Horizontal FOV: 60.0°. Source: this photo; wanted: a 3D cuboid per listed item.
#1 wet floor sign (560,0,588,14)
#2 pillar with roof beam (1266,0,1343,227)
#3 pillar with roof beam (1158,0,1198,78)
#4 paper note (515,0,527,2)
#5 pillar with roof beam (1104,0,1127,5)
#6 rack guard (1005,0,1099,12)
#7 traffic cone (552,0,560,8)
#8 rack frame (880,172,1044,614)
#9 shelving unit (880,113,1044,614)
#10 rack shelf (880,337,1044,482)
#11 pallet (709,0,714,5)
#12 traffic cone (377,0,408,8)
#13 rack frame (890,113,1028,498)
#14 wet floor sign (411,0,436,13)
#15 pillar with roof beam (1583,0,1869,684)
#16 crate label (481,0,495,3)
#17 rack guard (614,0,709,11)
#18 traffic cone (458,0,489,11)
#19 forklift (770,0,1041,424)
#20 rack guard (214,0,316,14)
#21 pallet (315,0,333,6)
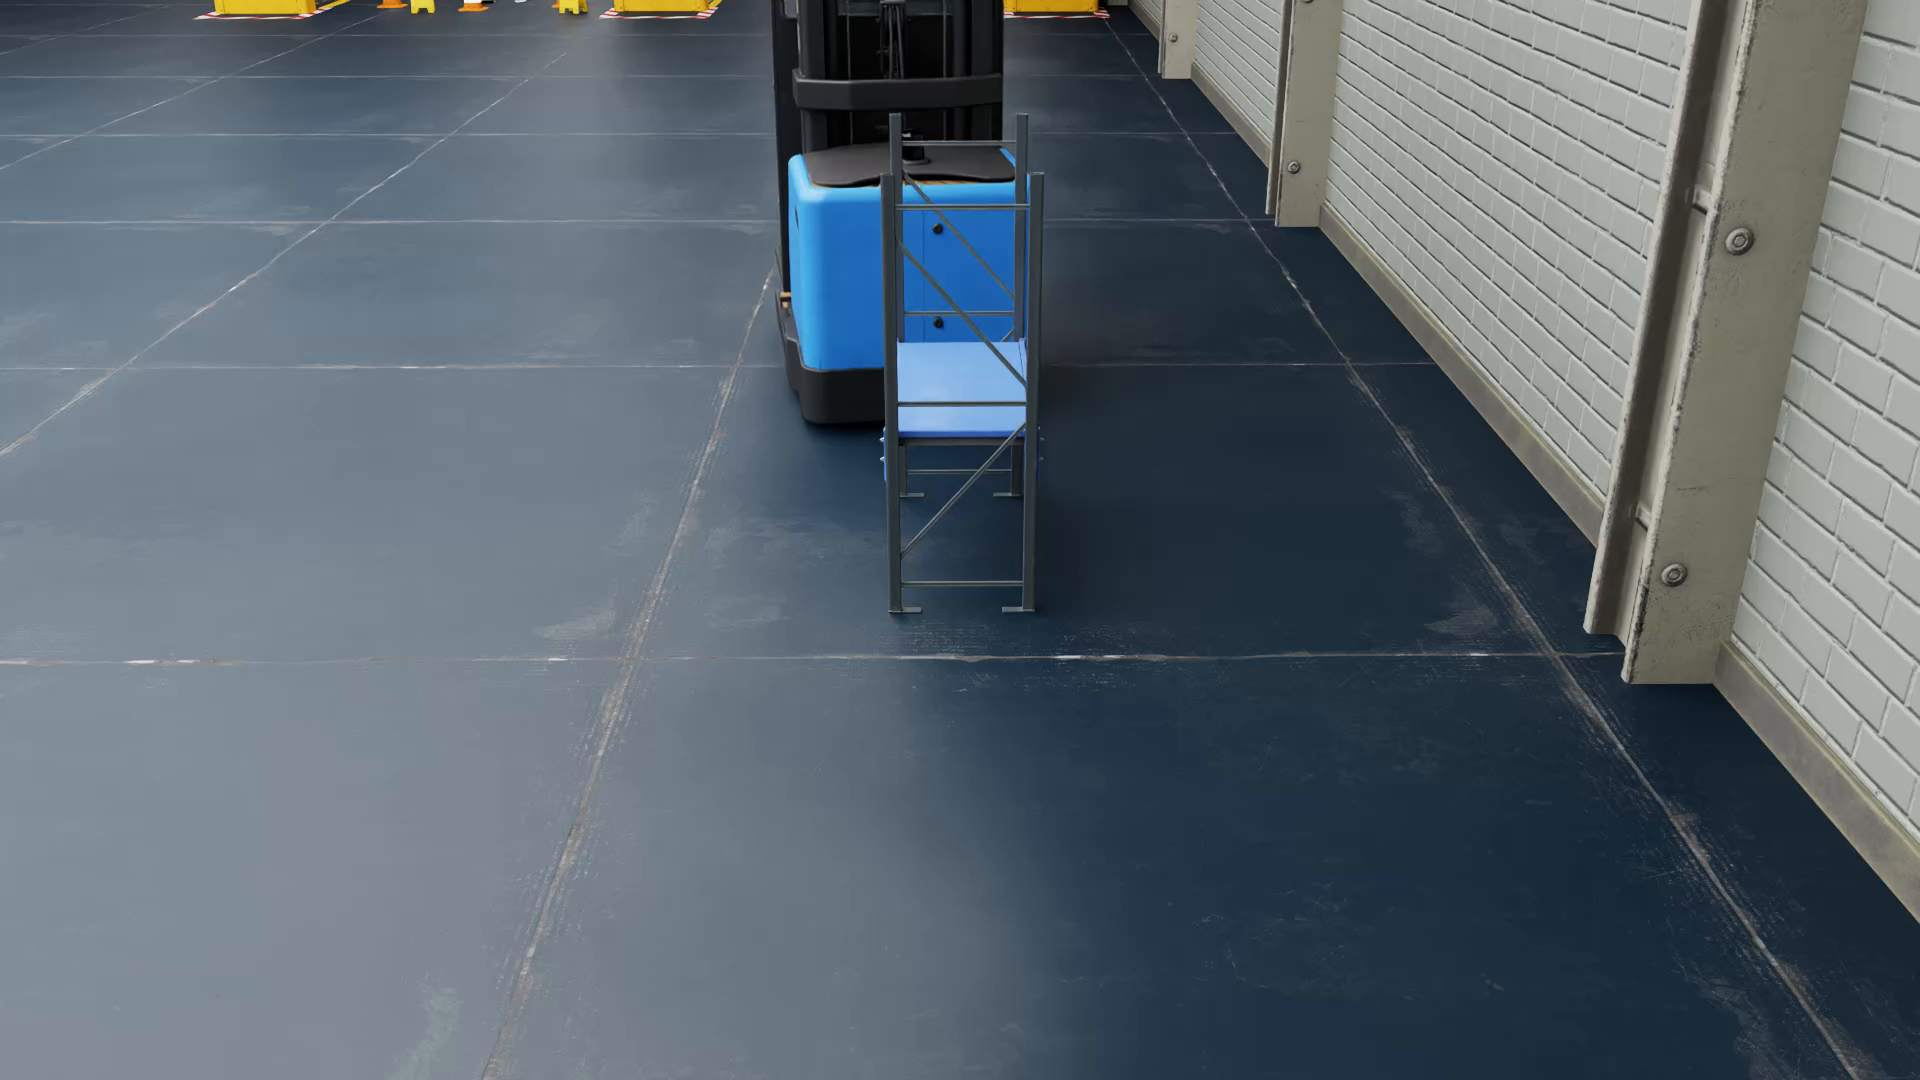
[{"bbox_3d":[-4.865,-6.942,20.816,0.267,0.644,0.232,8,26,18],"label":"wet floor sign"},{"bbox_3d":[-2.114,-6.182,8.999,9.100,9.000,0.400,0,24,-1],"label":"pillar with roof beam"},{"bbox_3d":[-2.180,-8.654,14.465,9.100,9.000,0.400,0,24,-1],"label":"pillar with roof beam"},{"bbox_3d":[-5.798,-7.126,21.968,0.148,0.019,0.142,-9,26,-19],"label":"paper note"},{"bbox_3d":[-2.245,-11.127,19.932,9.100,9.000,0.400,0,24,-1],"label":"pillar with roof beam"},{"bbox_3d":[1.166,-6.973,21.061,1.175,0.500,0.348,0,24,-1],"label":"rack guard"},{"bbox_3d":[-5.092,-7.113,21.416,0.336,0.463,0.334,0,24,-1],"label":"traffic cone"},{"bbox_3d":[0.006,-0.439,5.400,0.500,1.500,0.032,0,24,-1],"label":"rack frame"},{"bbox_3d":[0.001,-0.648,5.863,0.538,1.500,1.048,0,24,-1],"label":"shelving unit"},{"bbox_3d":[0.001,-0.484,5.937,0.538,0.185,1.000,0,24,-1],"label":"rack shelf"},{"bbox_3d":[-3.772,-7.194,21.899,1.003,0.211,1.213,0,24,-1],"label":"pallet"},{"bbox_3d":[-7.332,-7.103,21.394,0.336,0.463,0.334,0,24,-1],"label":"traffic cone"},{"bbox_3d":[-0.005,-0.858,6.326,0.500,1.500,0.032,0,24,-1],"label":"rack frame"},{"bbox_3d":[-6.766,-6.958,20.852,0.267,0.644,0.232,-4,25,-10],"label":"wet floor sign"},{"bbox_3d":[-2.049,-3.710,3.532,9.100,9.000,0.400,0,24,-1],"label":"pillar with roof beam"},{"bbox_3d":[-6.269,-7.144,21.878,0.250,0.136,0.298,-14,28,-28],"label":"crate label"},{"bbox_3d":[-3.798,-6.990,21.099,1.175,0.500,0.348,0,24,-1],"label":"rack guard"},{"bbox_3d":[-6.198,-6.968,21.096,0.336,0.463,0.334,0,24,-1],"label":"traffic cone"},{"bbox_3d":[-0.376,-2.415,8.034,1.130,2.935,3.031,-4,25,-8],"label":"forklift"},{"bbox_3d":[-8.746,-6.885,20.867,1.175,0.500,0.348,0,24,-1],"label":"rack guard"},{"bbox_3d":[-8.833,-7.093,21.676,1.003,0.211,1.213,0,24,-1],"label":"pallet"}]
